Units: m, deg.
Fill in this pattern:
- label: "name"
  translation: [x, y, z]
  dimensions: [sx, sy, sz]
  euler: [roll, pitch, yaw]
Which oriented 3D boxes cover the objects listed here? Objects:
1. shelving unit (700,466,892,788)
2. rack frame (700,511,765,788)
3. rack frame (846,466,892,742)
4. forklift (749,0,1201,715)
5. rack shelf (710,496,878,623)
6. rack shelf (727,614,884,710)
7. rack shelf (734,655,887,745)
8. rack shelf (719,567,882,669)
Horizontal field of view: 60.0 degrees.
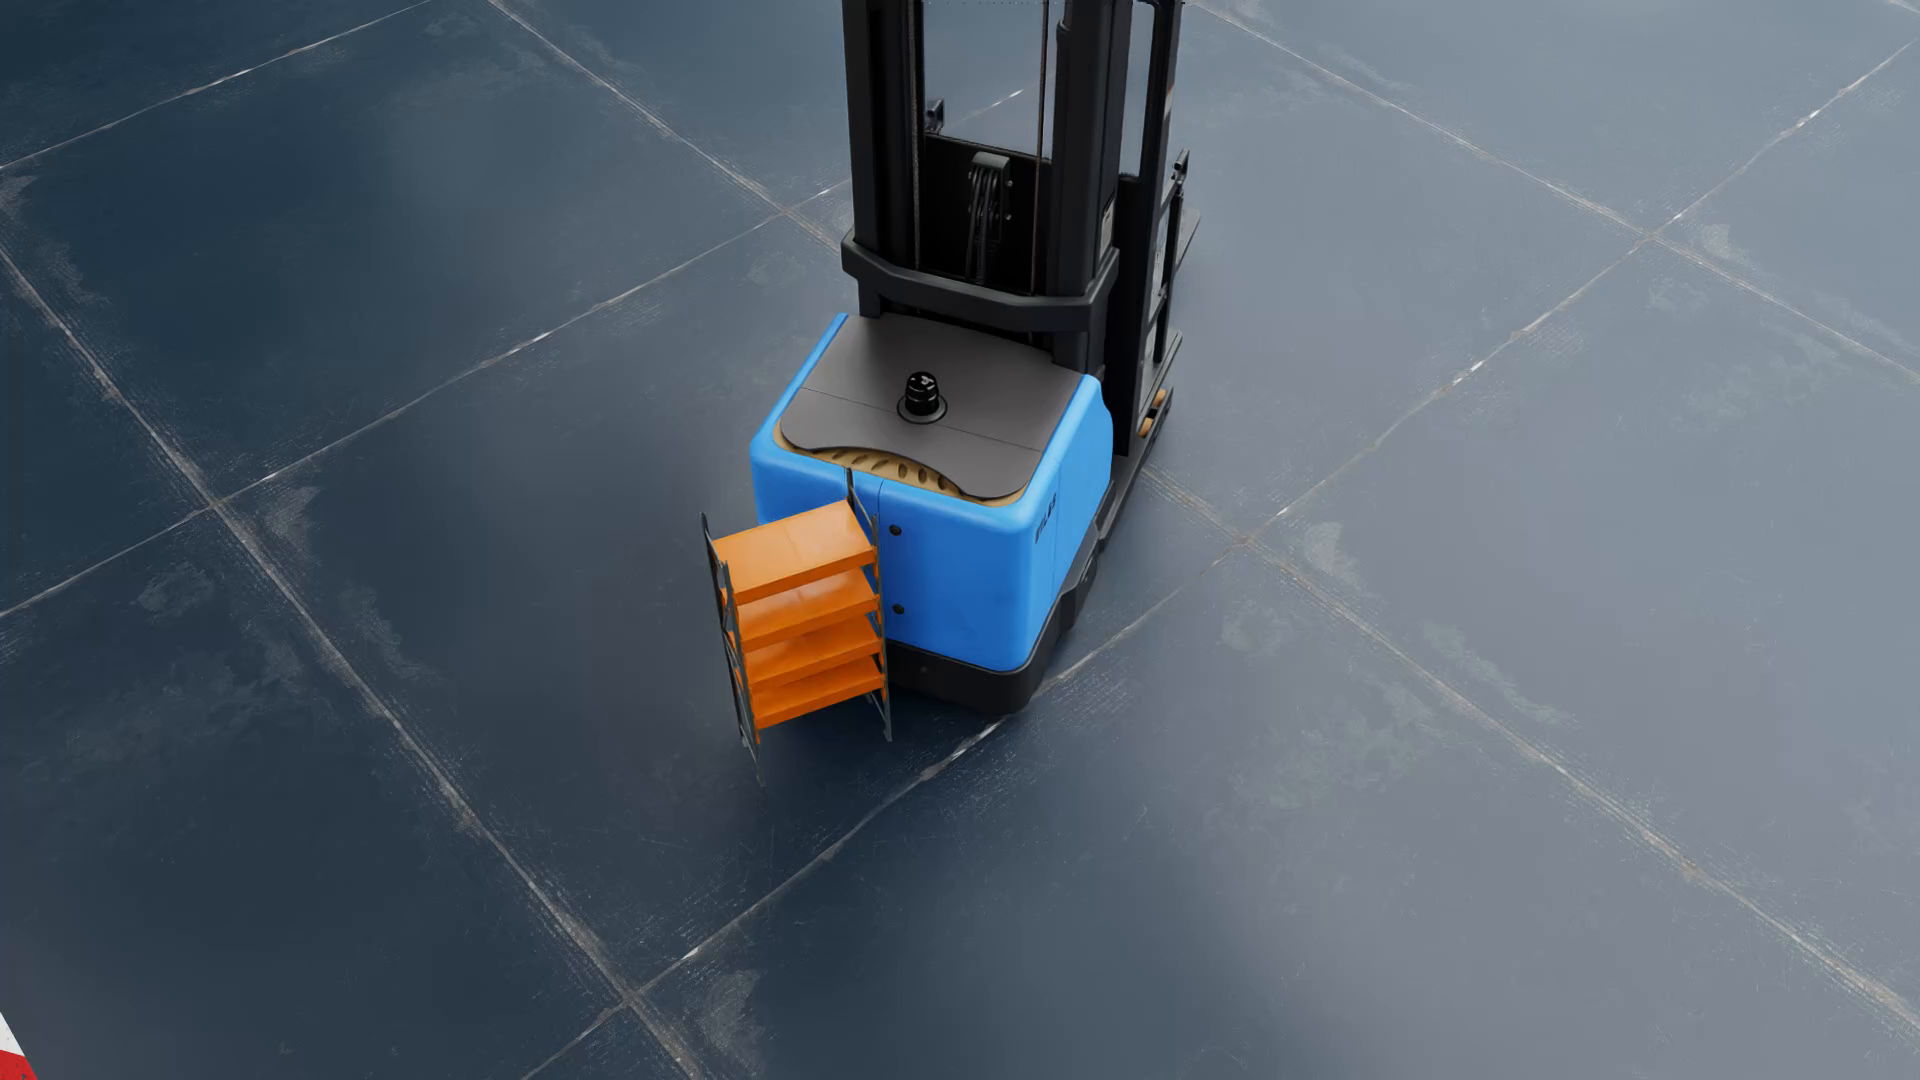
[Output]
- label: "shelving unit"
  translation: [-0.531, 0.324, 5.631]
  dimensions: [0.503, 1.200, 0.258]
  euler: [-18, 50, -15]
- label: "rack frame"
  translation: [-0.754, 0.397, 5.567]
  dimensions: [0.015, 1.200, 0.240]
  euler: [-18, 50, -15]
- label: "rack frame"
  translation: [-0.307, 0.250, 5.695]
  dimensions: [0.015, 1.200, 0.240]
  euler: [-18, 50, -15]
- label: "forklift"
  translation: [0.276, -1.460, 6.103]
  dimensions: [1.130, 2.935, 3.031]
  euler: [16, 49, 14]
- label: "rack shelf"
  translation: [-0.534, 0.059, 5.340]
  dimensions: [0.480, 0.148, 0.258]
  euler: [-18, 50, -15]
- label: "rack shelf"
  translation: [-0.530, 0.369, 5.681]
  dimensions: [0.480, 0.148, 0.258]
  euler: [-18, 50, -15]
- label: "rack shelf"
  translation: [-0.528, 0.502, 5.828]
  dimensions: [0.480, 0.148, 0.258]
  euler: [-18, 50, -15]
- label: "rack shelf"
  translation: [-0.532, 0.218, 5.515]
  dimensions: [0.480, 0.148, 0.258]
  euler: [-18, 50, -15]
